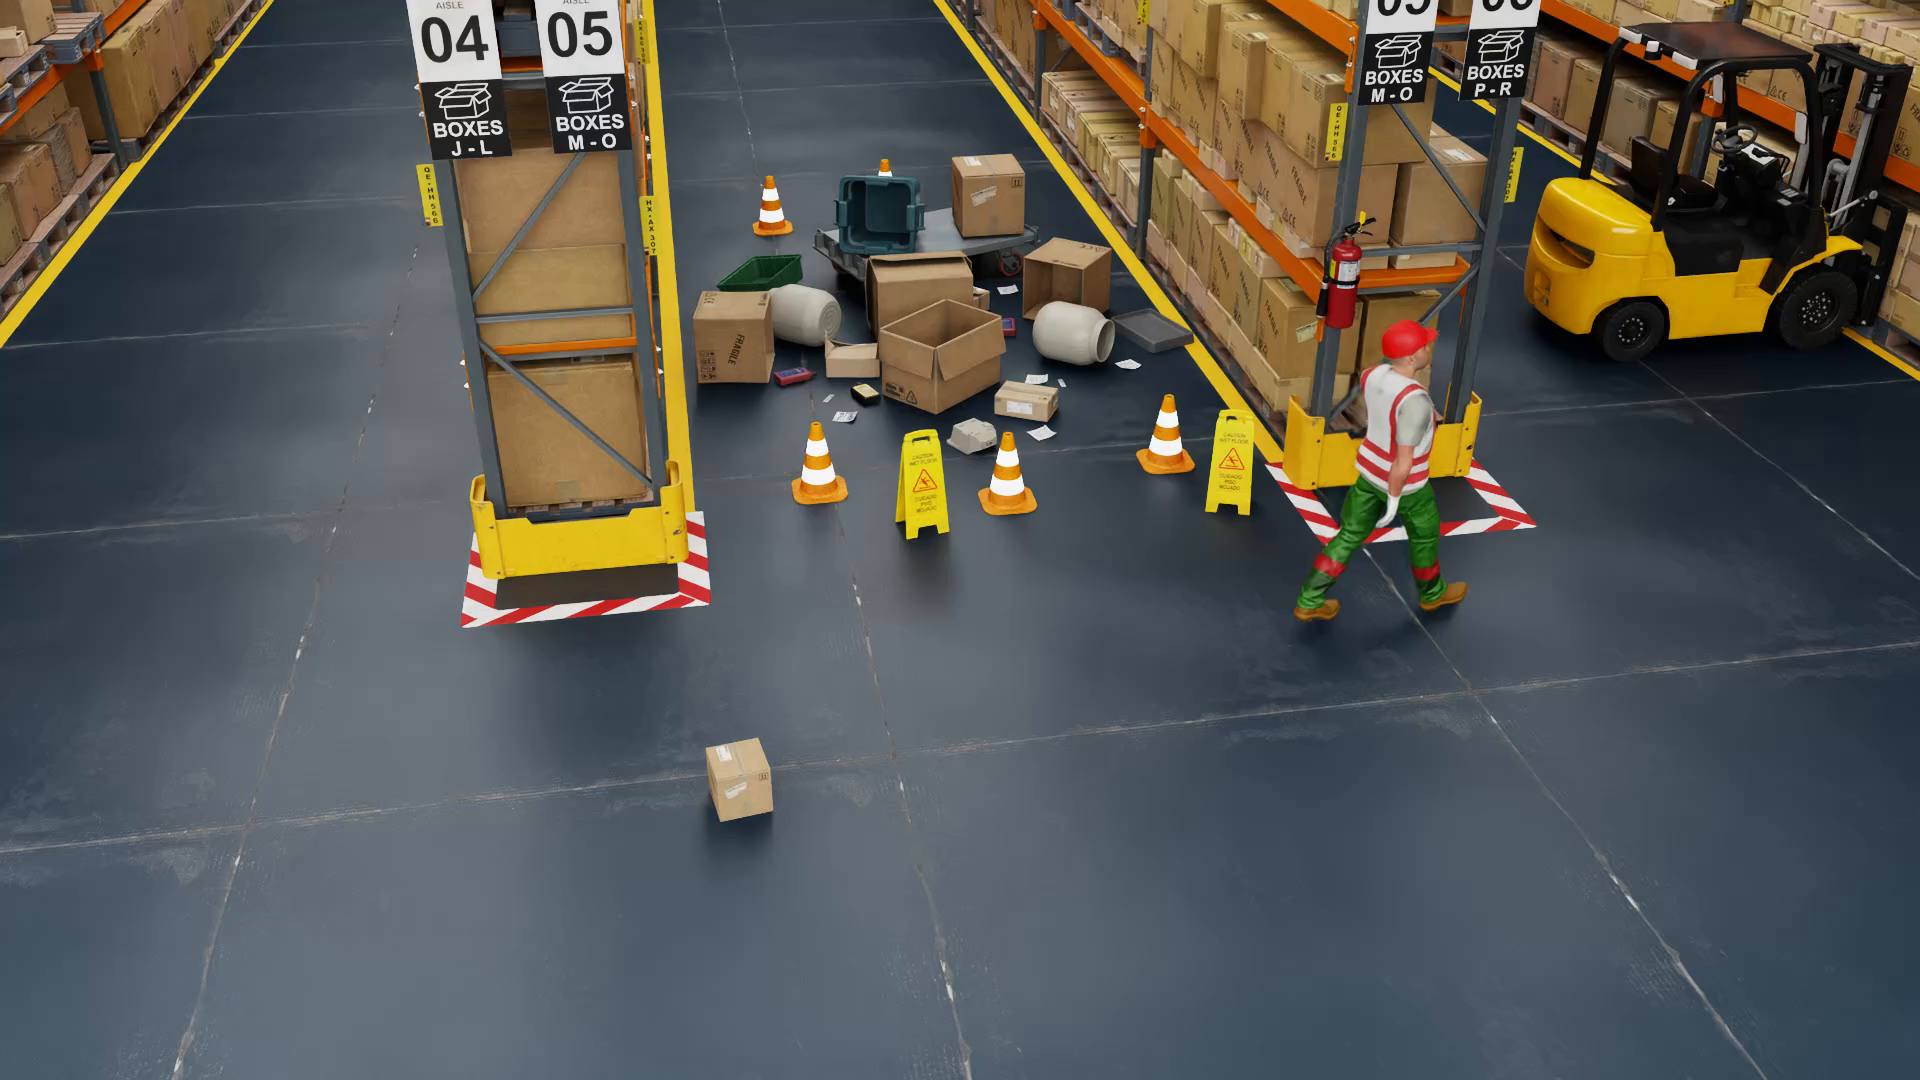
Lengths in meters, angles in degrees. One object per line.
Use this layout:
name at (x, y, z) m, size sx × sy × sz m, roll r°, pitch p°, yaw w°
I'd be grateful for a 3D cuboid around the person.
person at (2.298, -0.357, 8.729) m, size 1.057 × 1.743 × 0.527 m, roll -15°, pitch 34°, yaw -24°
